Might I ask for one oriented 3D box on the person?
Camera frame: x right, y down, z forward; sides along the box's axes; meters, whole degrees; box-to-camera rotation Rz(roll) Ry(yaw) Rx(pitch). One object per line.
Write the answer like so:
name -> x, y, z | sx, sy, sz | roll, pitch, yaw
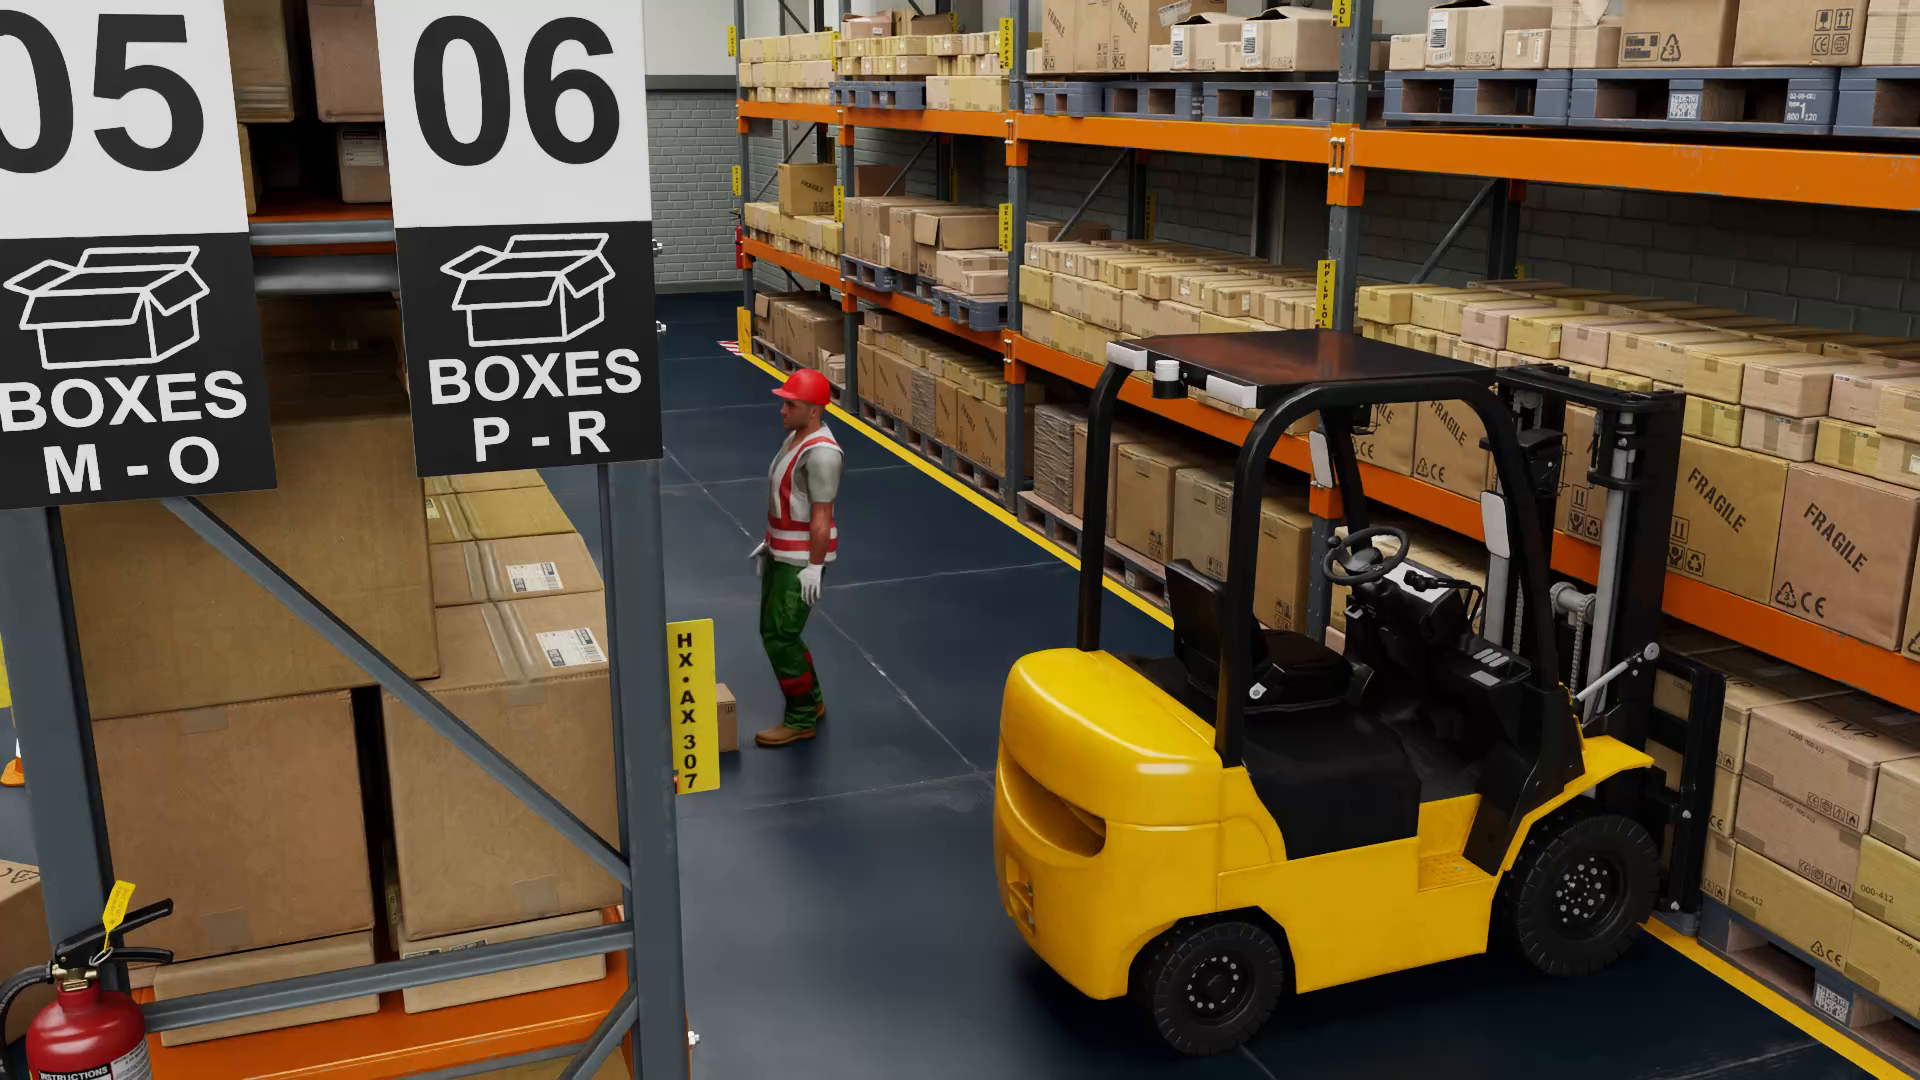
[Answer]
person -> -0.780, 0.109, 7.750 | 0.446, 1.823, 0.527 | -5, 16, -19
